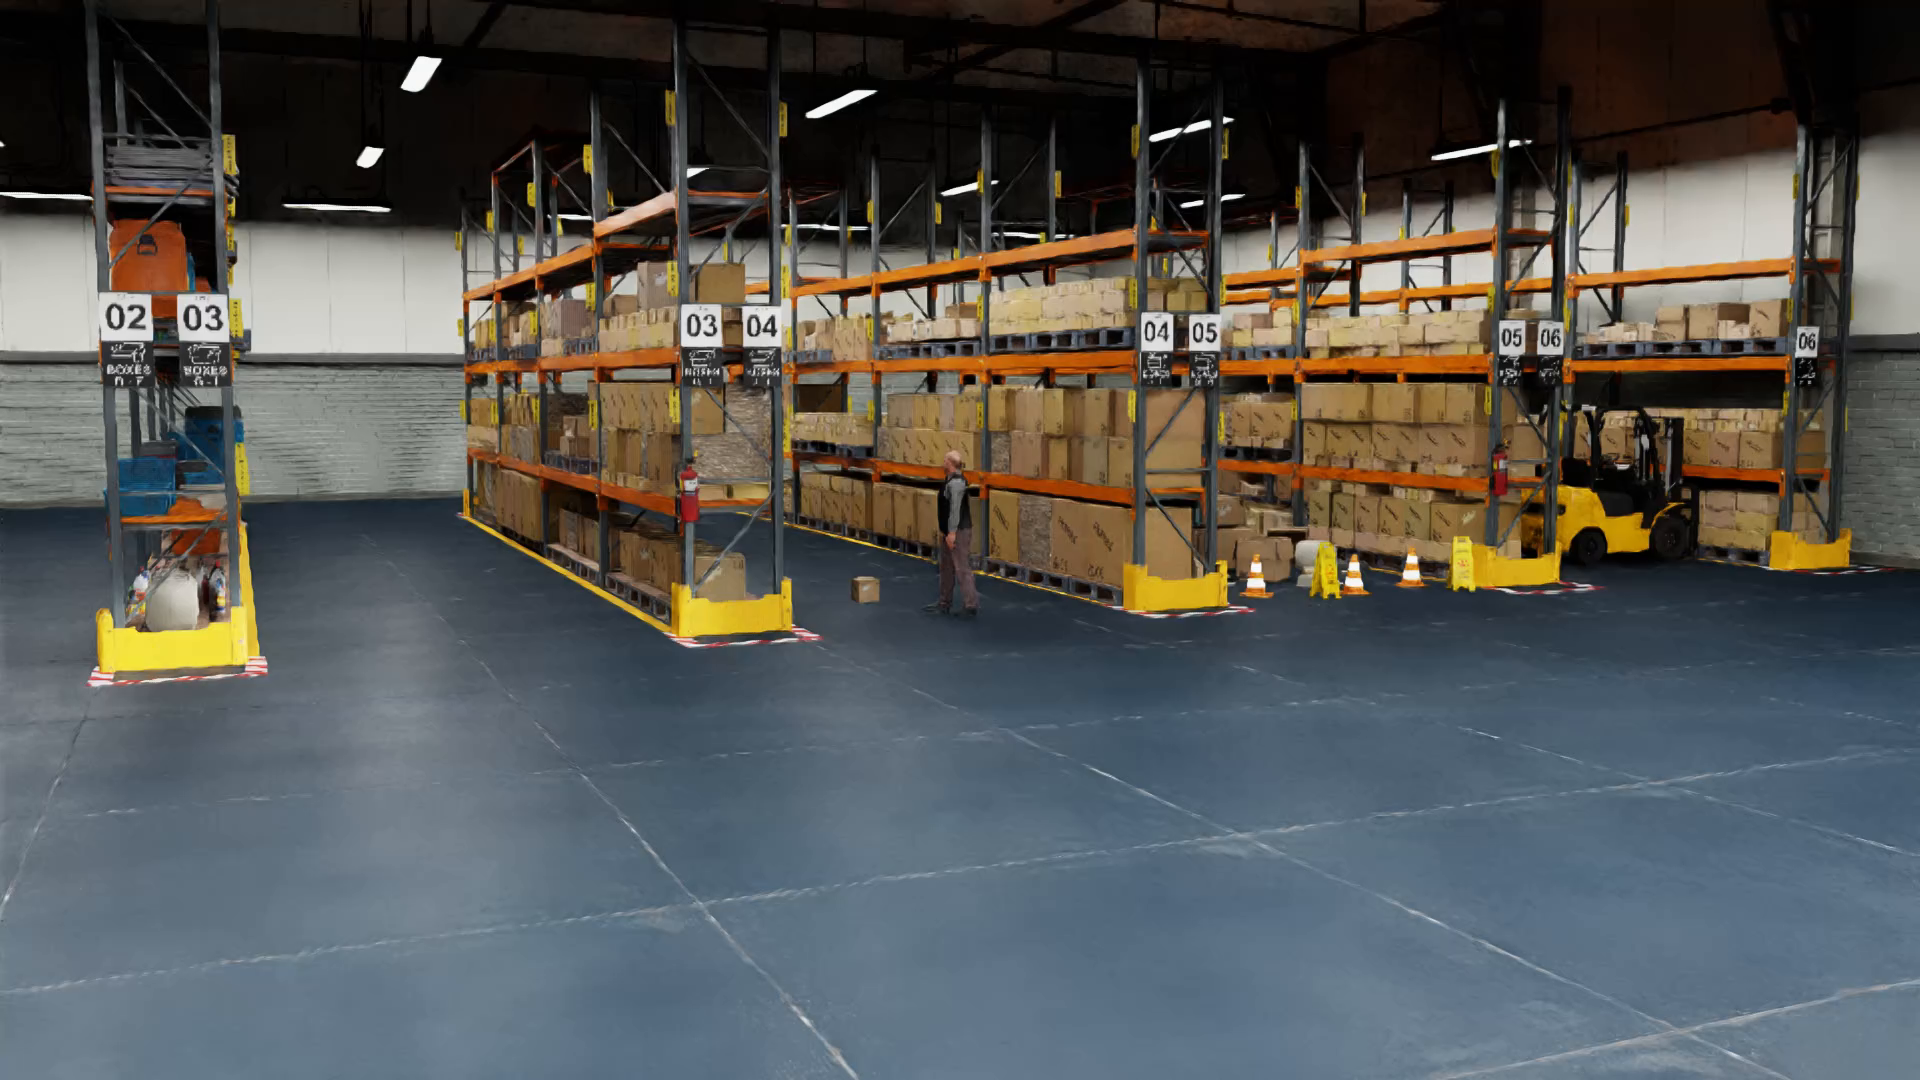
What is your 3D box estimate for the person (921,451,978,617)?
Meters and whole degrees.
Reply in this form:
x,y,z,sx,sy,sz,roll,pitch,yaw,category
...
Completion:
x,y,z,sx,sy,sz,roll,pitch,yaw,category
-0.108,-0.077,17.455,0.584,1.720,0.645,-1,5,-6,person
